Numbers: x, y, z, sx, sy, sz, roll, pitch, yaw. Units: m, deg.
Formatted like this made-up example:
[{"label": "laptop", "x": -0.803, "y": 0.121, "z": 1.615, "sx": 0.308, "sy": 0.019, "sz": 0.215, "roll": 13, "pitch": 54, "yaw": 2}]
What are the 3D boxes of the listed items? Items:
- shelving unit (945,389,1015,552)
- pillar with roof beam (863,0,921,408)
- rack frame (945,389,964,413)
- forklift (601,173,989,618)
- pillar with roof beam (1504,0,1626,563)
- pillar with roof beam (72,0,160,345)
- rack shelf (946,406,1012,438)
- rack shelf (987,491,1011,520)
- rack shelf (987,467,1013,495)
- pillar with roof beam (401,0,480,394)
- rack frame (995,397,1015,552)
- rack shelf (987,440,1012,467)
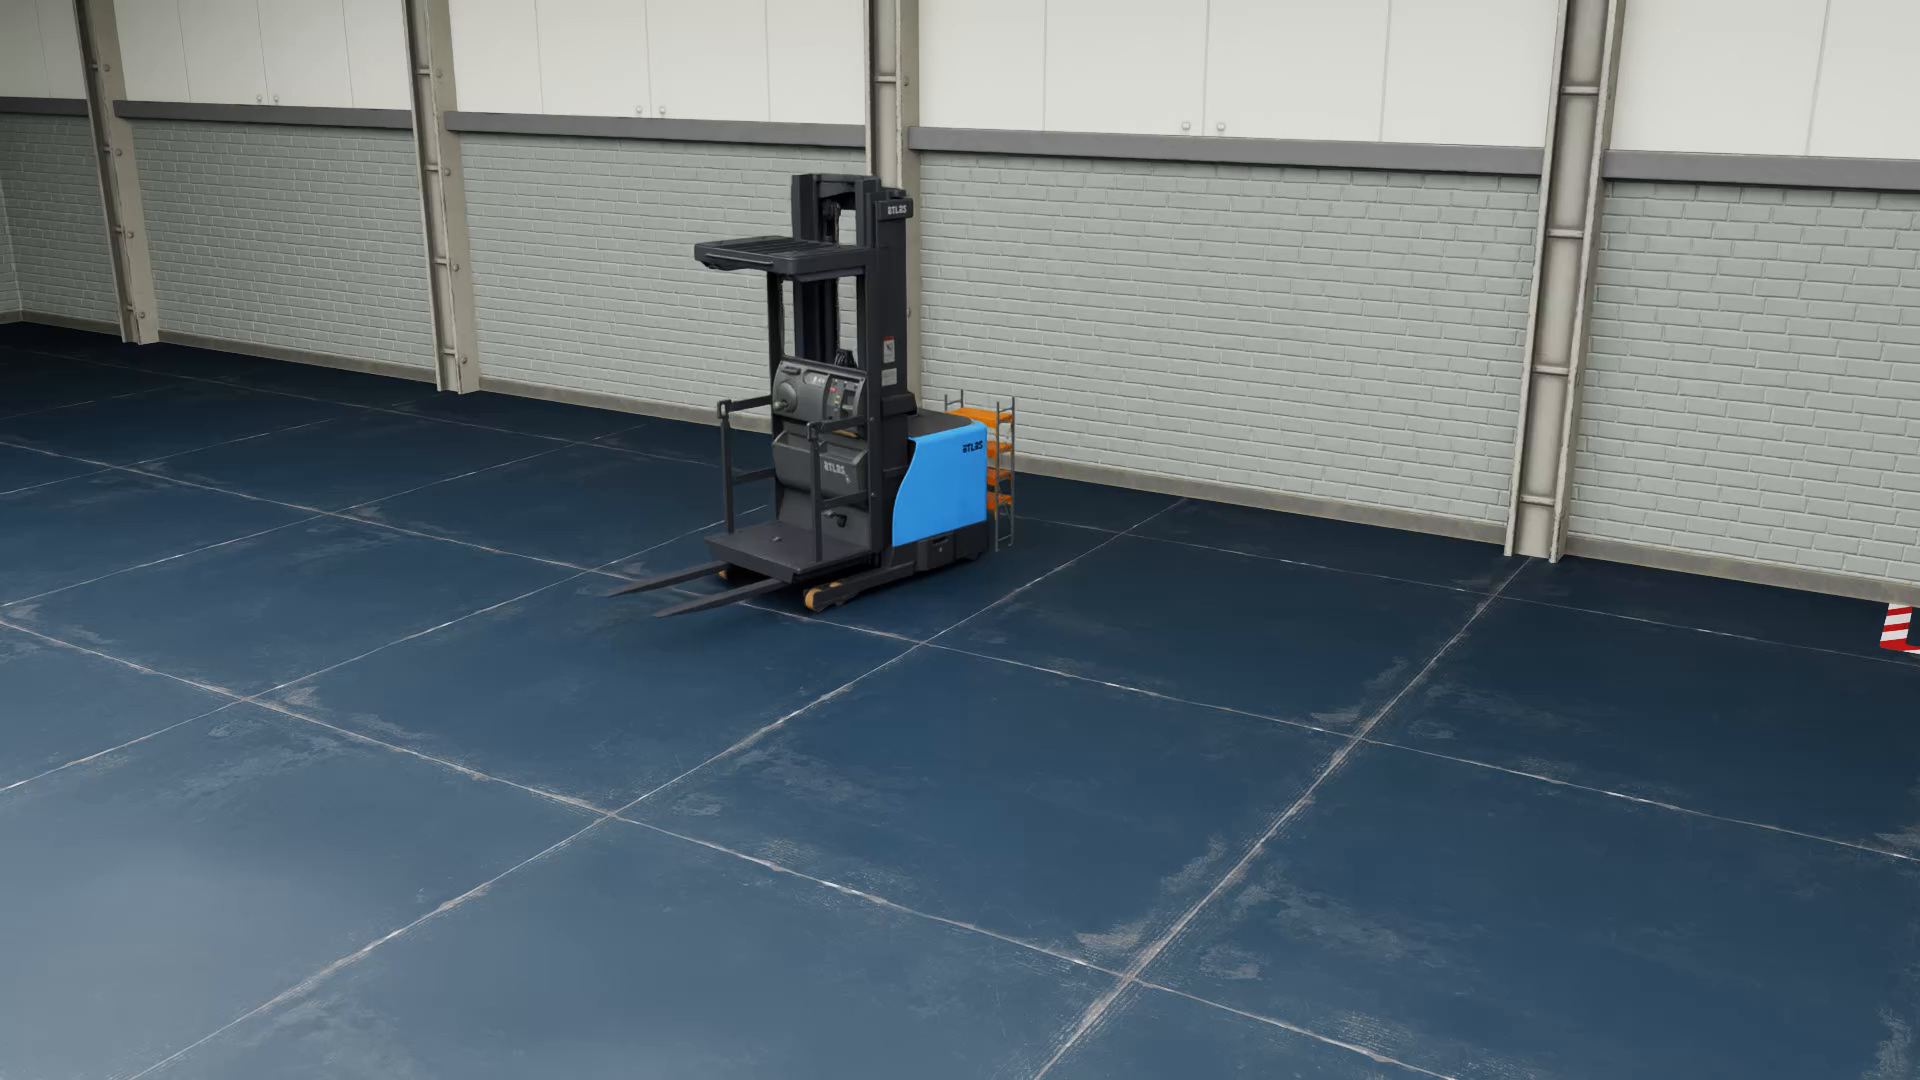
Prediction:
[{"label": "shelving unit", "x": 0.154, "y": -0.552, "z": 13.134, "sx": 0.503, "sy": 1.200, "sz": 0.258, "roll": 12, "pitch": 20, "yaw": 33}, {"label": "pillar with roof beam", "x": -2.868, "y": -4.043, "z": 11.207, "sx": 0.400, "sy": 9.000, "sz": 9.100, "roll": 10, "pitch": 20, "yaw": 30}, {"label": "rack frame", "x": -0.046, "y": -0.593, "z": 13.269, "sx": 0.015, "sy": 1.200, "sz": 0.240, "roll": 12, "pitch": 20, "yaw": 33}, {"label": "forklift", "x": -1.167, "y": -1.064, "z": 11.842, "sx": 1.130, "sy": 2.935, "sz": 3.031, "roll": 16, "pitch": 23, "yaw": 42}, {"label": "pillar with roof beam", "x": 2.245, "y": -3.130, "z": 8.203, "sx": 0.400, "sy": 9.000, "sz": 9.100, "roll": 10, "pitch": 20, "yaw": 30}, {"label": "pillar with roof beam", "x": -13.093, "y": -5.868, "z": 17.216, "sx": 0.400, "sy": 9.000, "sz": 9.100, "roll": 10, "pitch": 20, "yaw": 30}, {"label": "rack shelf", "x": 0.154, "y": -0.928, "z": 13.020, "sx": 0.480, "sy": 0.148, "sz": 0.258, "roll": 12, "pitch": 20, "yaw": 33}, {"label": "rack shelf", "x": 0.154, "y": -0.298, "z": 13.212, "sx": 0.480, "sy": 0.148, "sz": 0.258, "roll": 12, "pitch": 20, "yaw": 33}, {"label": "rack shelf", "x": 0.154, "y": -0.488, "z": 13.154, "sx": 0.480, "sy": 0.148, "sz": 0.258, "roll": 12, "pitch": 20, "yaw": 33}, {"label": "pillar with roof beam", "x": -7.980, "y": -4.955, "z": 14.212, "sx": 0.400, "sy": 9.000, "sz": 9.100, "roll": 10, "pitch": 20, "yaw": 30}, {"label": "rack frame", "x": 0.353, "y": -0.511, "z": 13.000, "sx": 0.015, "sy": 1.200, "sz": 0.240, "roll": 12, "pitch": 20, "yaw": 33}, {"label": "rack shelf", "x": 0.154, "y": -0.702, "z": 13.089, "sx": 0.480, "sy": 0.148, "sz": 0.258, "roll": 12, "pitch": 20, "yaw": 33}]
